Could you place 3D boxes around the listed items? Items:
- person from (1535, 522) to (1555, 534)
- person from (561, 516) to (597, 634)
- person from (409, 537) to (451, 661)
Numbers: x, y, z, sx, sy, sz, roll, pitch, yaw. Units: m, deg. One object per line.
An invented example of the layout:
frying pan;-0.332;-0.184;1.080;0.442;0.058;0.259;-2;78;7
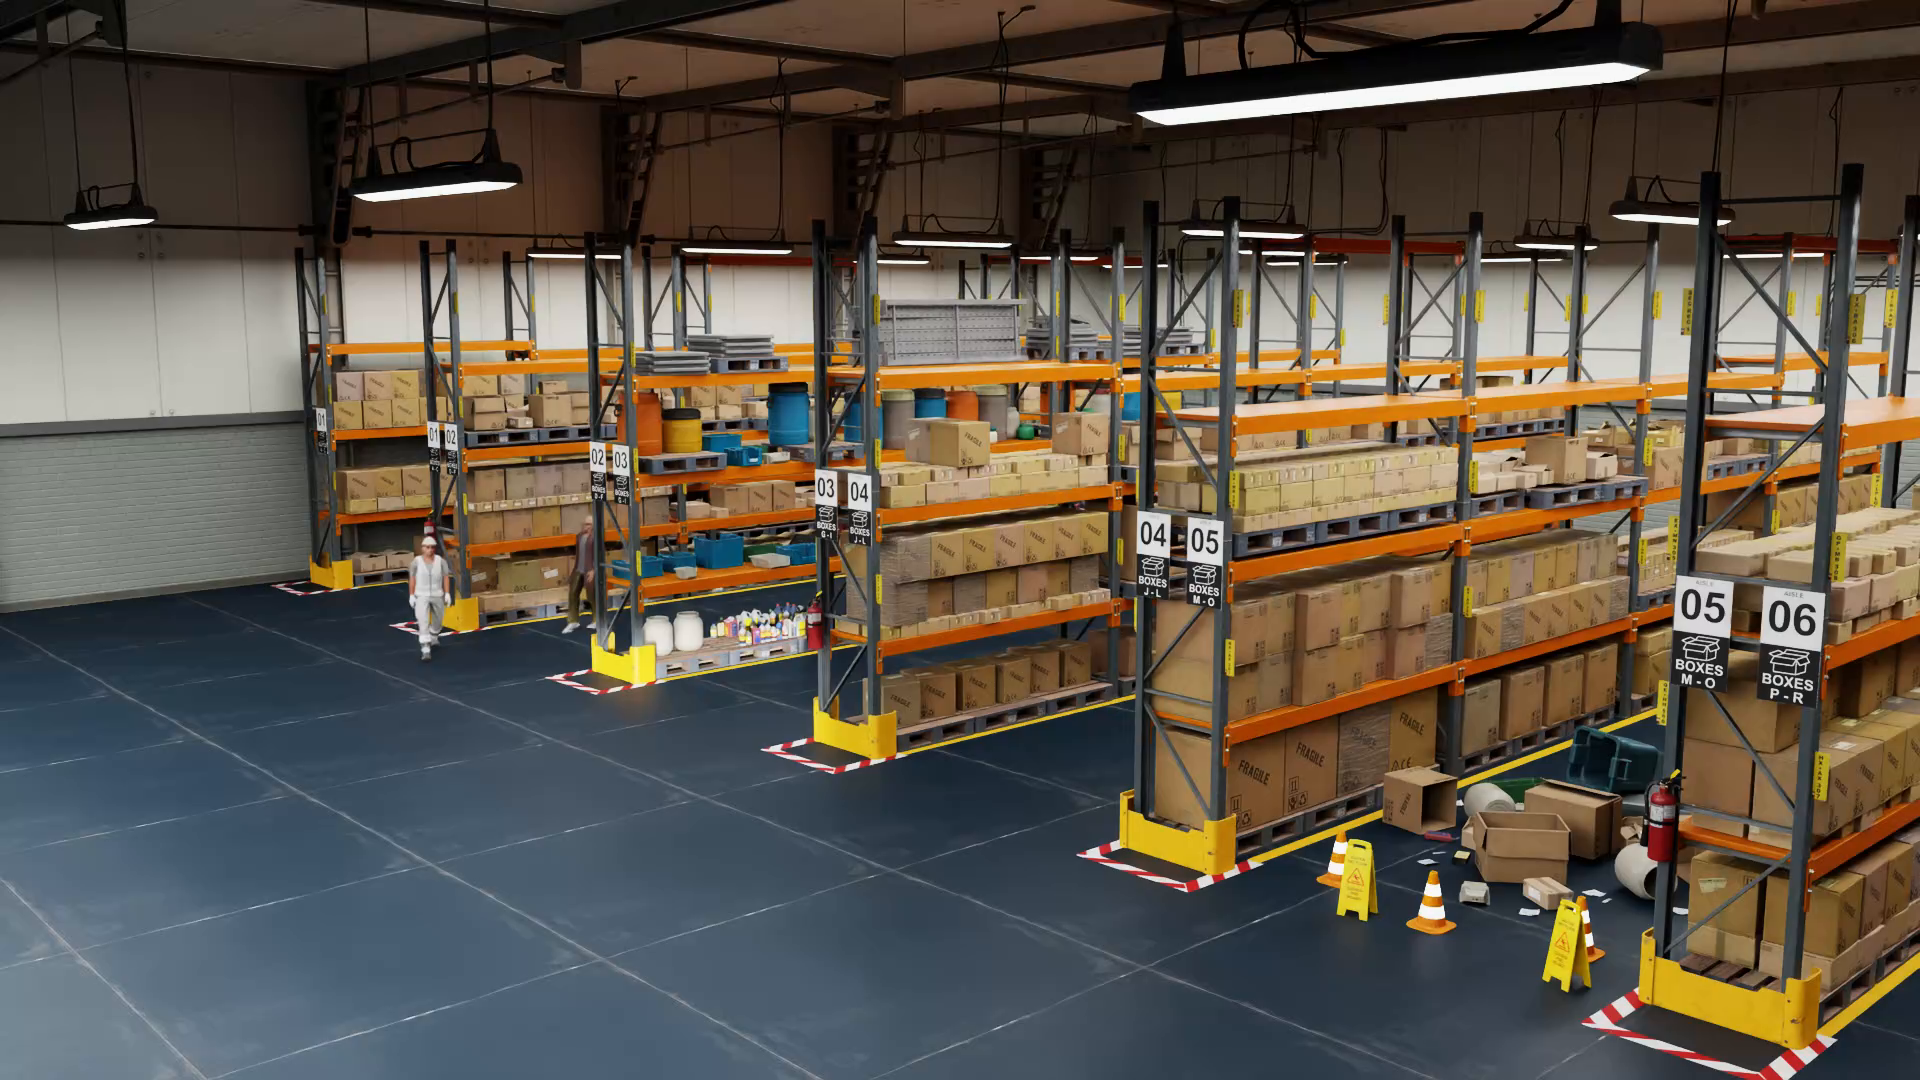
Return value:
person;9.352;0.463;26.293;0.807;1.698;0.583;-4;9;-27
person;-5.846;0.598;25.766;0.617;1.703;0.757;3;9;22
person;-7.637;0.811;23.966;0.544;1.742;1.084;-5;10;-30
